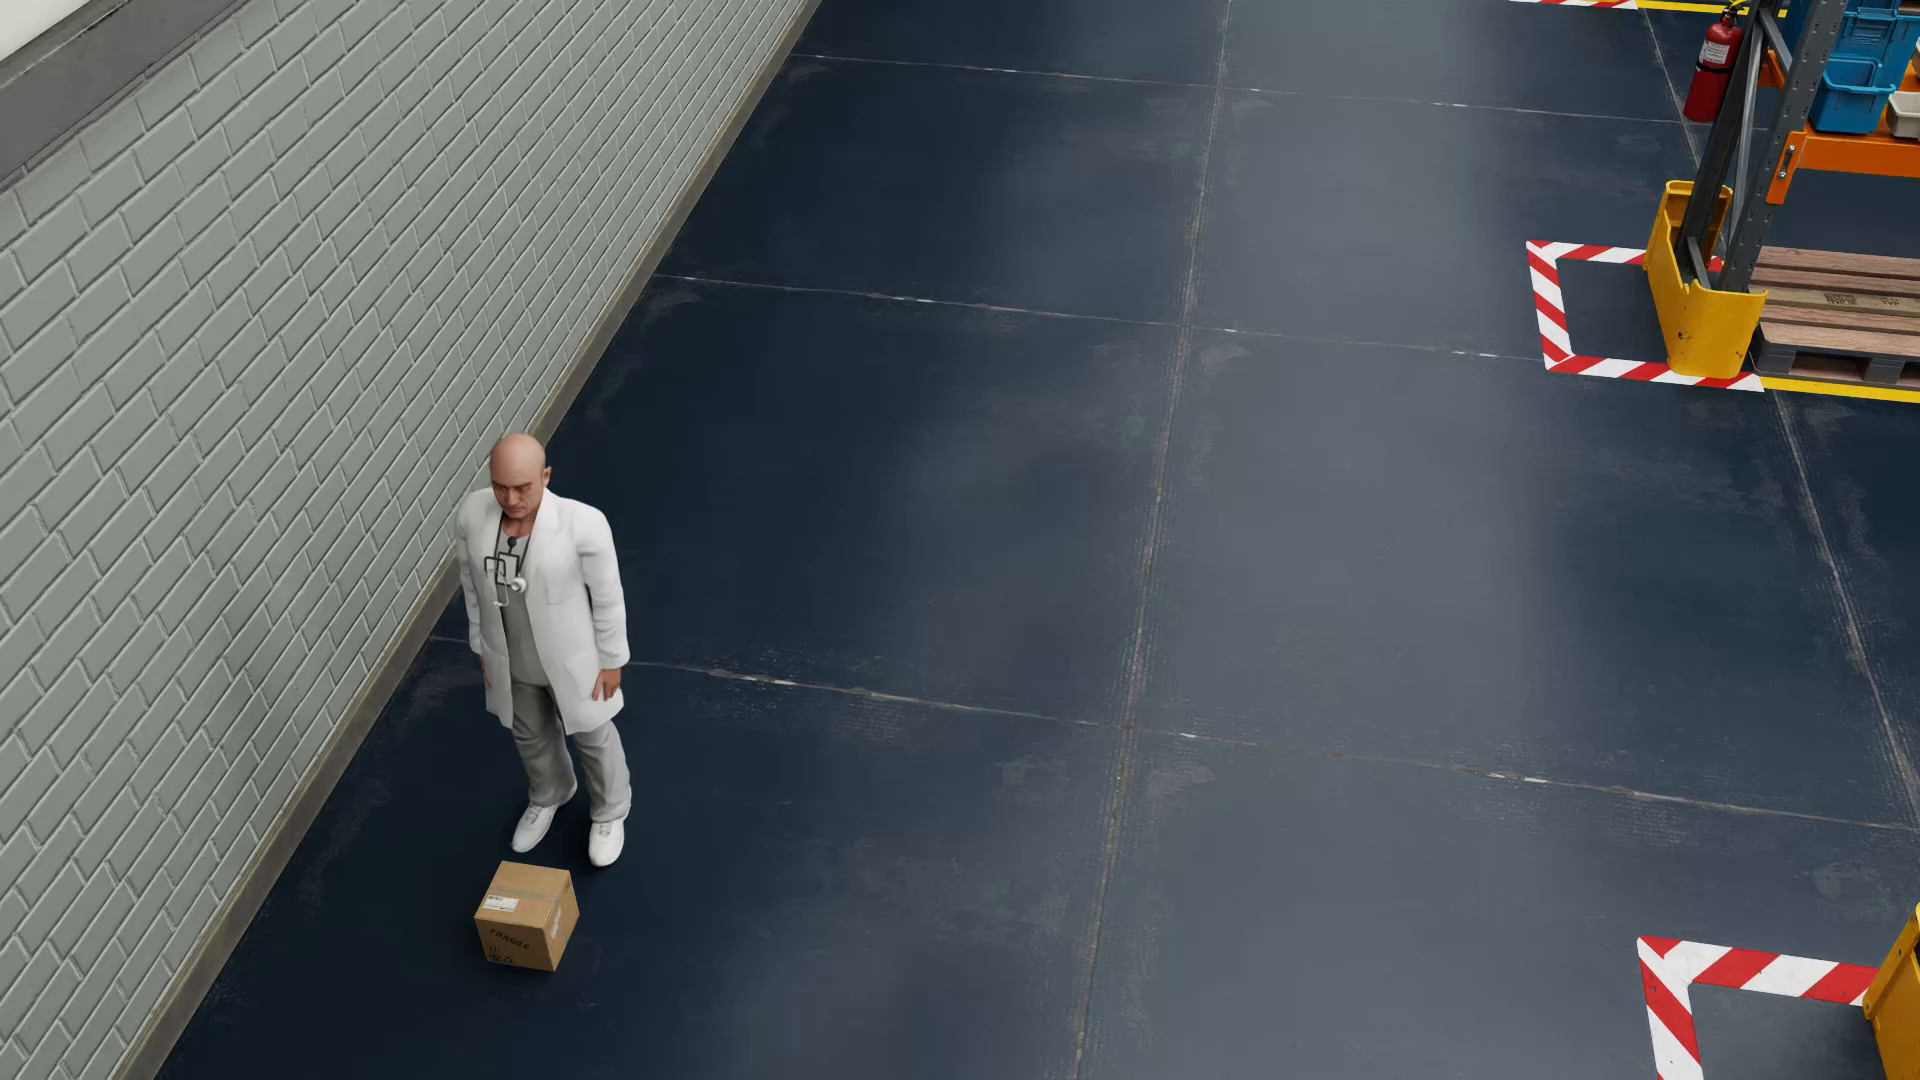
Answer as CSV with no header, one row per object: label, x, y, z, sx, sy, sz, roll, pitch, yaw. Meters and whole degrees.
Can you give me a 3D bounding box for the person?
person,-1.403,0.403,5.693,0.563,1.794,0.393,7,41,8
